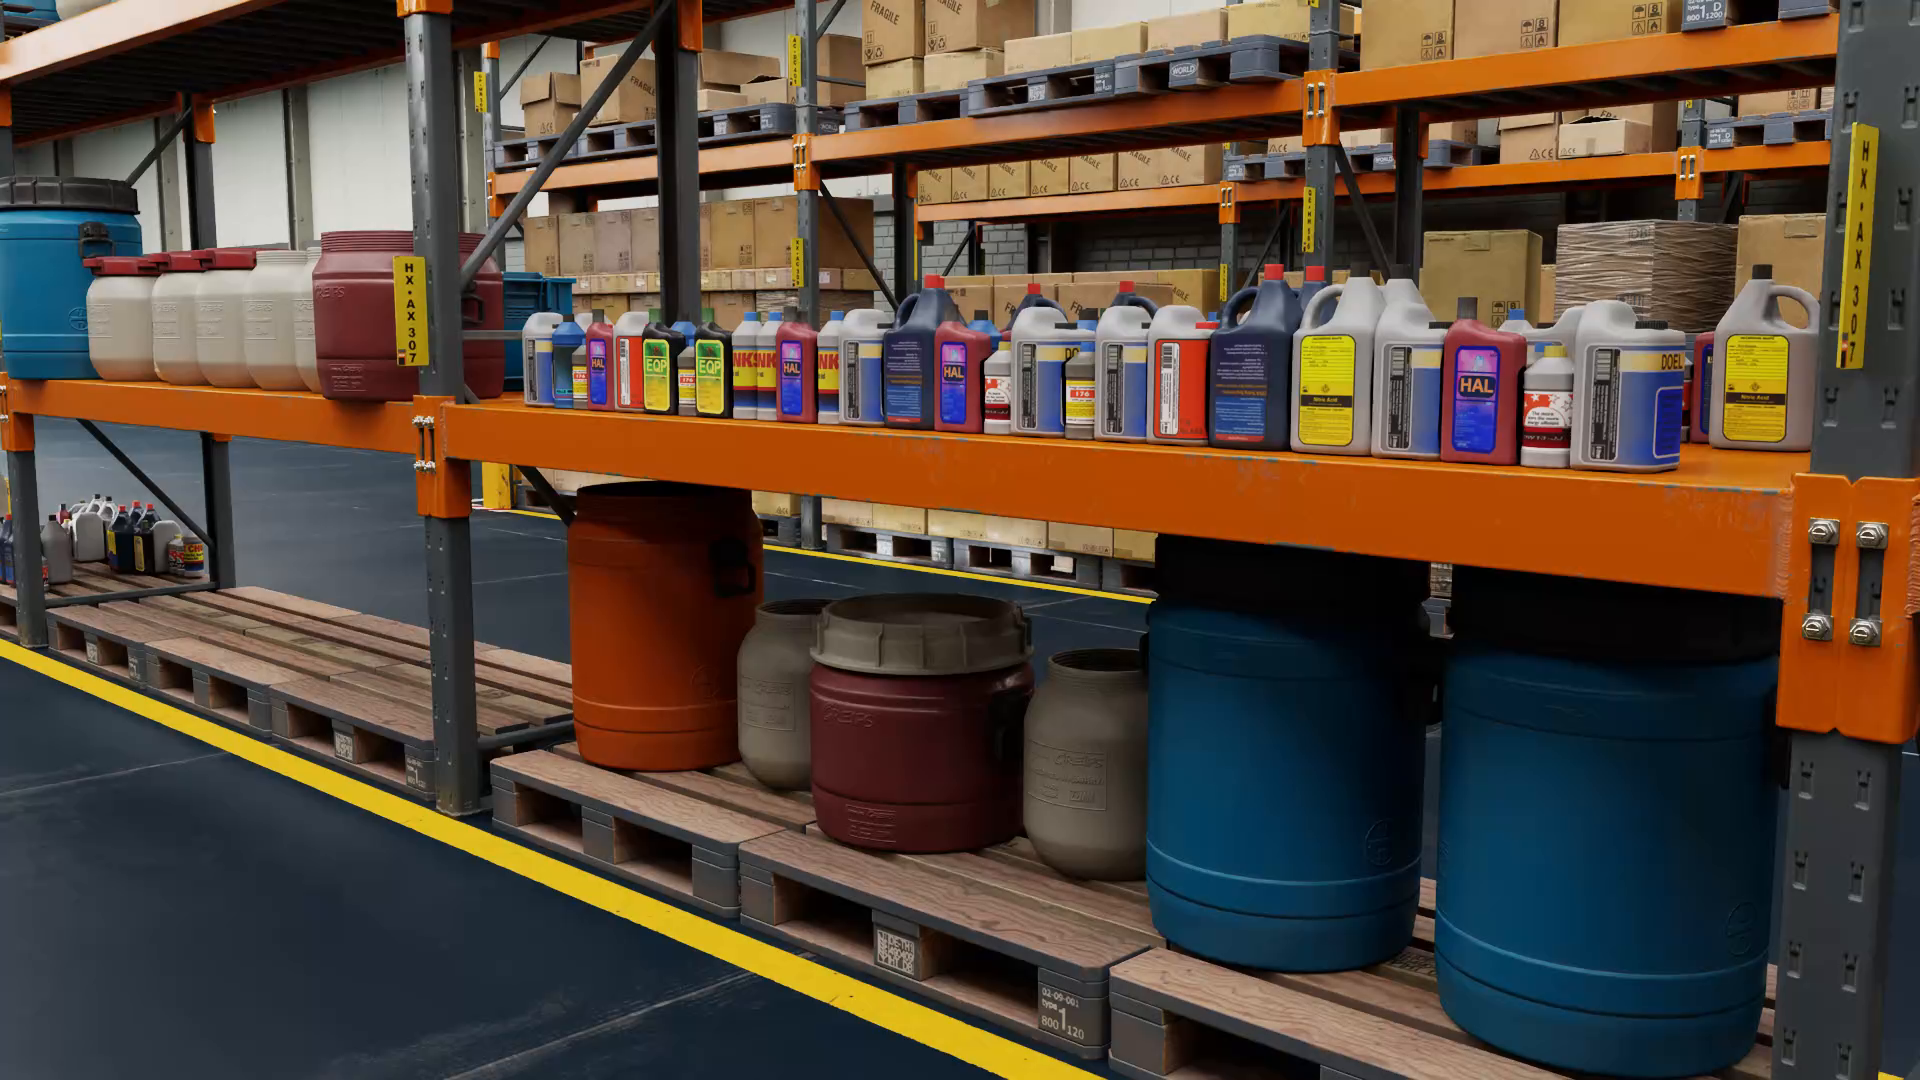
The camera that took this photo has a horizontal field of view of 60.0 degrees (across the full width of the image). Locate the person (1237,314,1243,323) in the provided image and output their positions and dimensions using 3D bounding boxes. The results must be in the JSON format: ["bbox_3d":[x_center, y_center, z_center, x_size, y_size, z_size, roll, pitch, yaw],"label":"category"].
[{"bbox_3d":[1.160,-0.159,7.064,0.473,1.592,0.347,6,10,40],"label":"person"}]
